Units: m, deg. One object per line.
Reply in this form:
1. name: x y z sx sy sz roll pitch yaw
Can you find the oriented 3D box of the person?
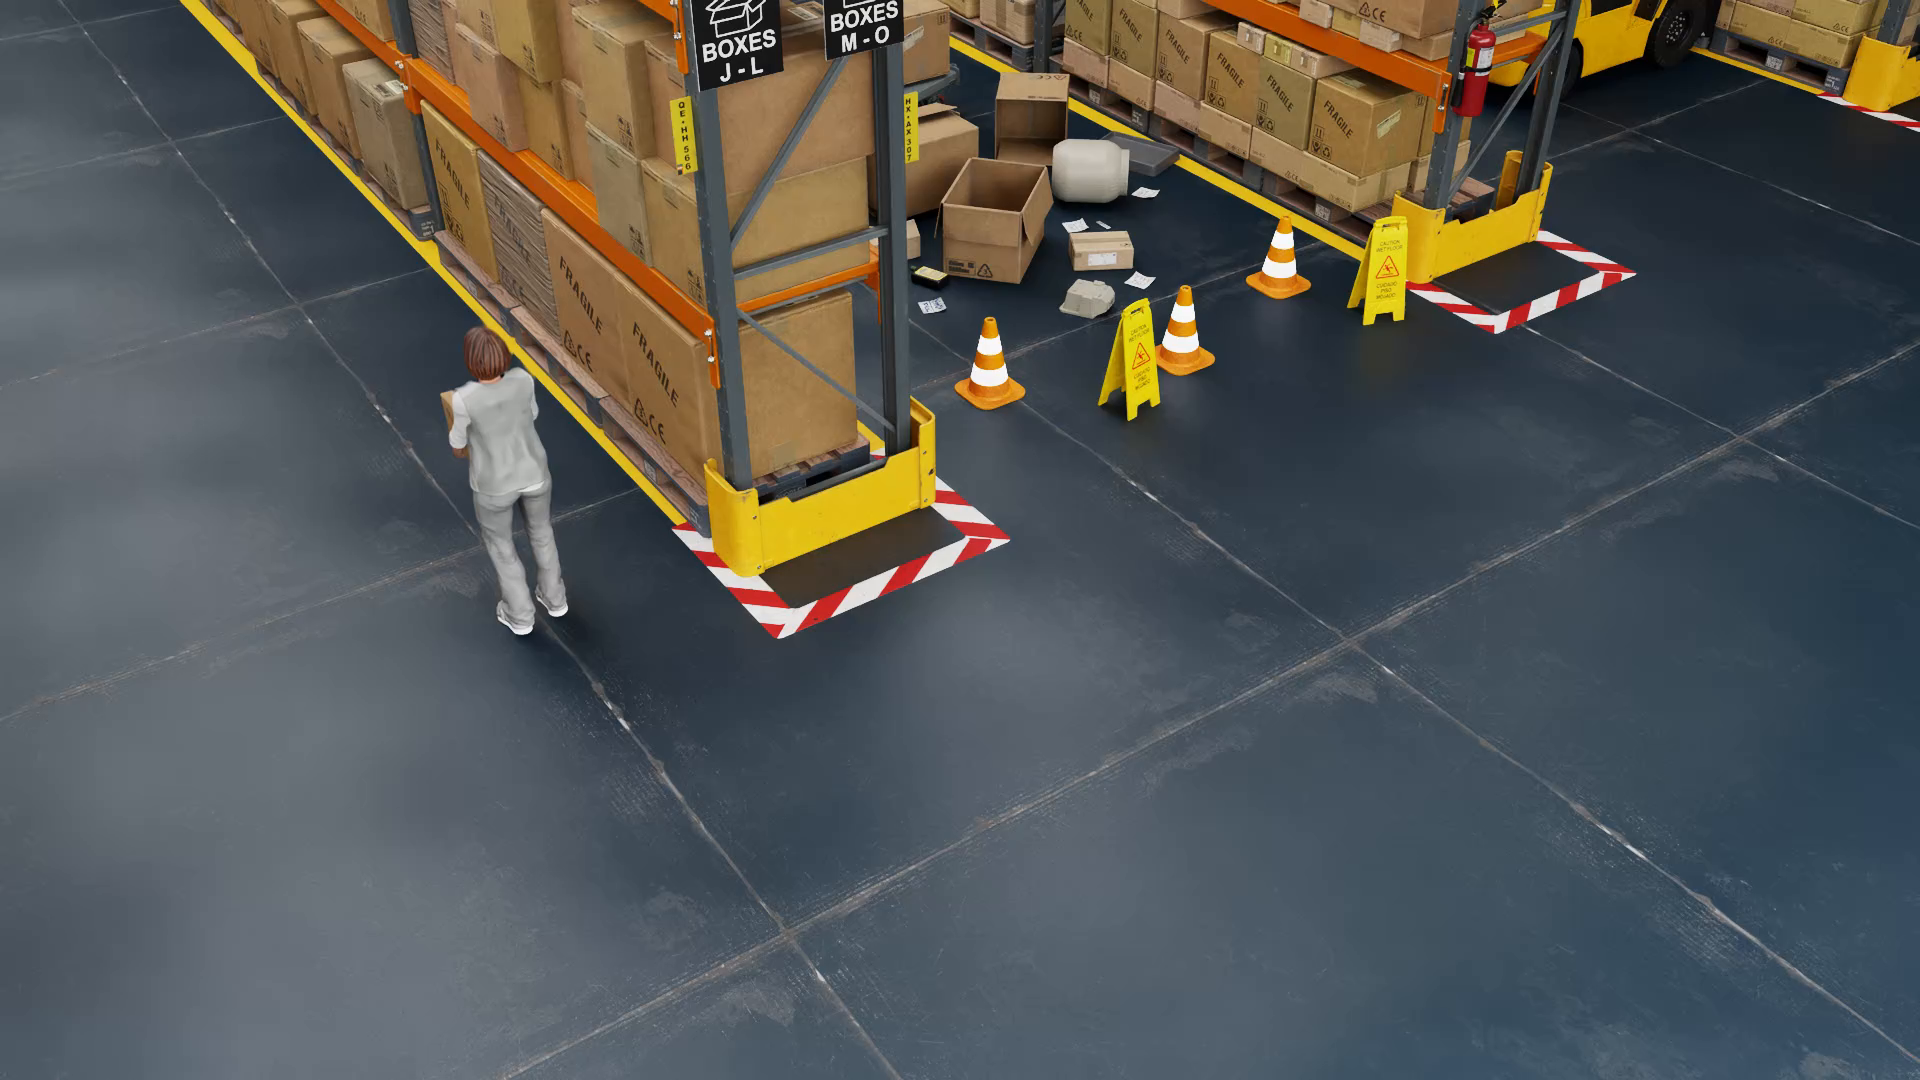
1. person: -2.040 -0.309 7.424 0.404 1.591 0.496 -22 42 -27
